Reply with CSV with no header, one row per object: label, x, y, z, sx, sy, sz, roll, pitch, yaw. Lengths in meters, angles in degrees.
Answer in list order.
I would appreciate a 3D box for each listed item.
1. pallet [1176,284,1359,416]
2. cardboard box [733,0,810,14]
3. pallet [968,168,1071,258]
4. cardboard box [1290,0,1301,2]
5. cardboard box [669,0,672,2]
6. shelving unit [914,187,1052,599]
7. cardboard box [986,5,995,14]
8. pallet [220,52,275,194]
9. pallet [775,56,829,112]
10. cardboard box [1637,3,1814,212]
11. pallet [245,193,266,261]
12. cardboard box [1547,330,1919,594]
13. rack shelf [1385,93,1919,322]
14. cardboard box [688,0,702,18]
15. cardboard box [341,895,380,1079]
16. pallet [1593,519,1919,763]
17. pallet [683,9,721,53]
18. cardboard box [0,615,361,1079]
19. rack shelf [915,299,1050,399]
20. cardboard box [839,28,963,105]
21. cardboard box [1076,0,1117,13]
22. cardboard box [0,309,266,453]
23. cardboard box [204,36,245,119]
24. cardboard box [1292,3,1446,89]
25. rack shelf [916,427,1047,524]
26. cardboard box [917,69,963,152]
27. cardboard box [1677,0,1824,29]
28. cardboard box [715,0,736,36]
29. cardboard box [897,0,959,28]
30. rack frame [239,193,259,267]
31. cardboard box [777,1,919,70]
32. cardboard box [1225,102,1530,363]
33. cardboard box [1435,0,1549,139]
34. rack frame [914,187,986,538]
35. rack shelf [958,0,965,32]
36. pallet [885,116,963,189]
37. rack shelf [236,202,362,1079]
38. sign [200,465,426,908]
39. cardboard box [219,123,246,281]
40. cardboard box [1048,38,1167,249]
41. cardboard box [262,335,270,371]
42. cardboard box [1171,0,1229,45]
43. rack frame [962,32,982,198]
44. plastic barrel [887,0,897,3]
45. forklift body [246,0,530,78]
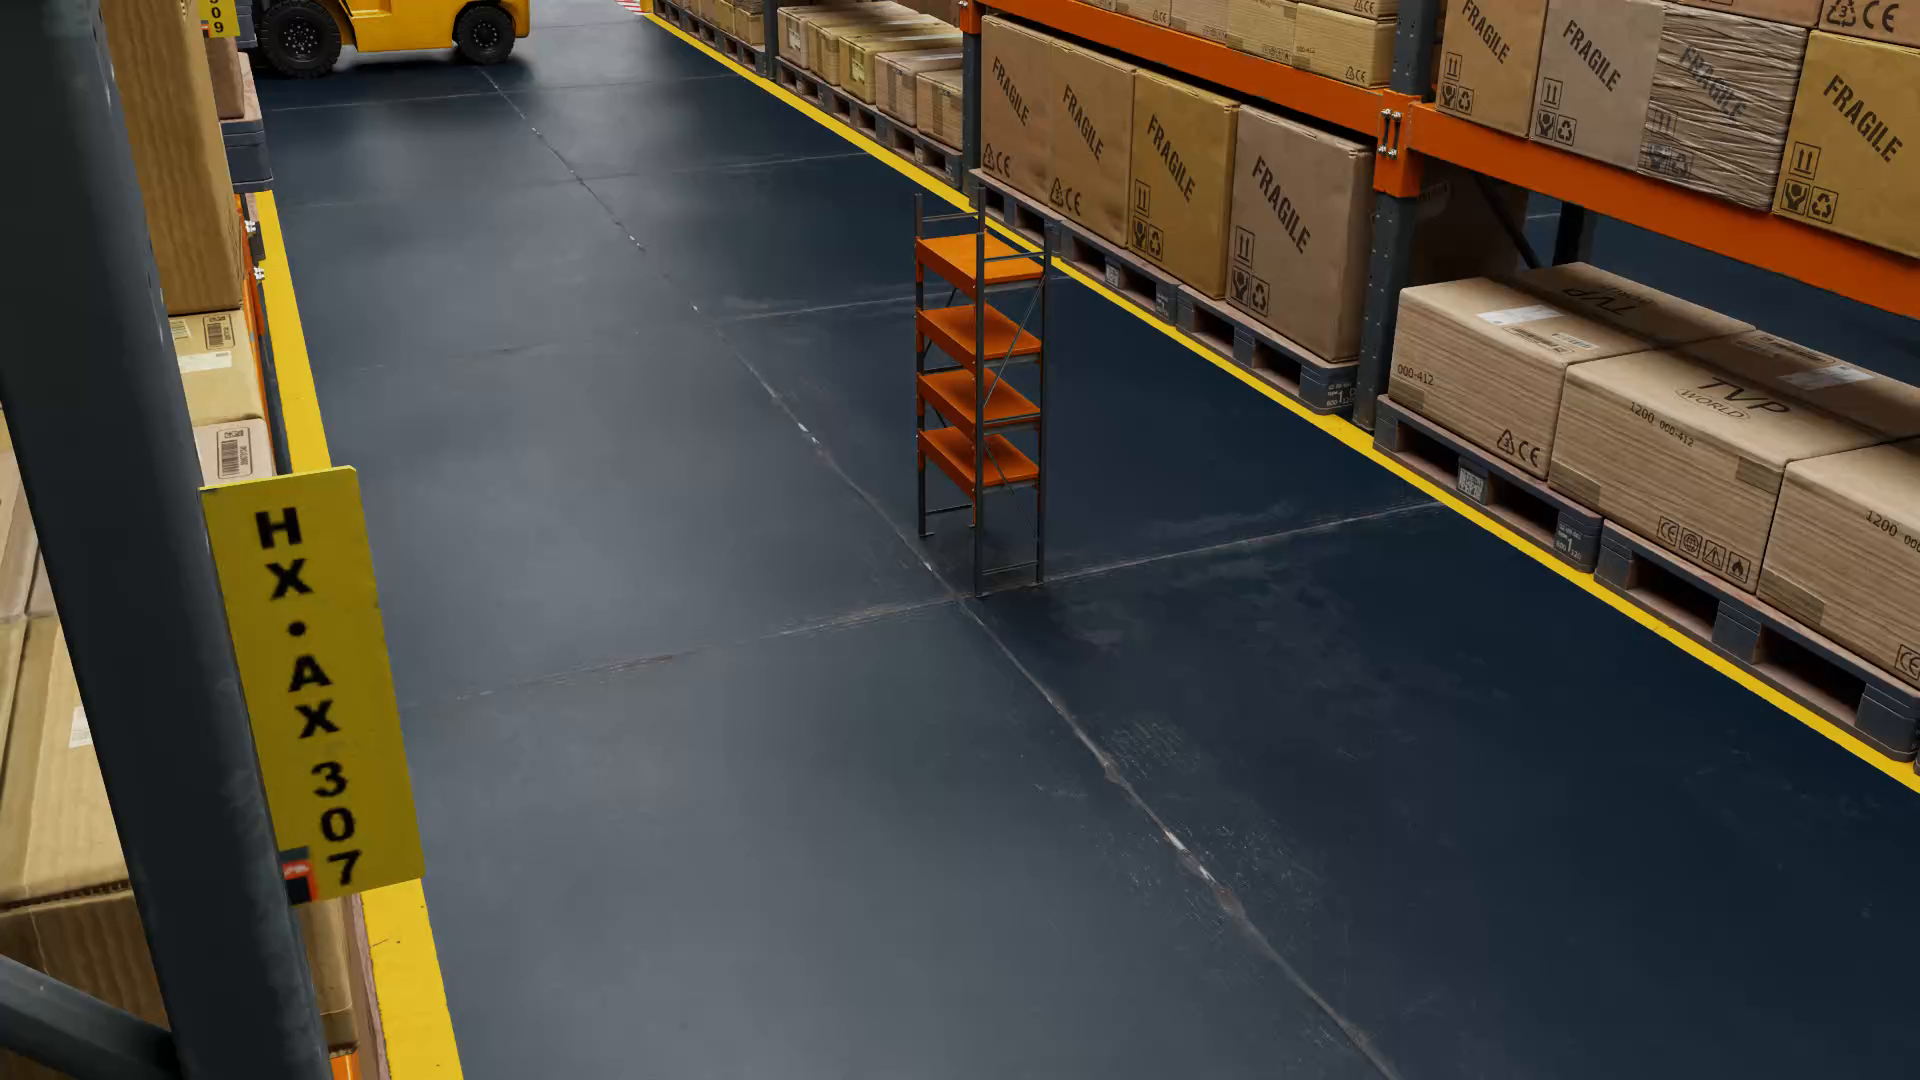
pallet,1.693,-0.925,7.405,1.003,0.211,1.213,-11,28,-21
cardboard box,-1.547,-4.592,13.538,0.500,0.500,0.500,-11,28,-21
pallet,0.737,-1.910,9.422,1.003,0.211,1.213,-11,28,-21
cardboard box,1.465,-2.374,6.794,0.500,0.250,0.500,-10,28,-19
cardboard box,-2.574,-5.304,15.850,0.500,0.250,0.500,-11,28,-21
shelving unit,0.065,-0.472,5.350,0.258,1.200,0.503,-11,28,-21
cardboard box,0.382,-5.329,16.090,0.637,0.503,0.797,13,29,24
pallet,-2.714,-1.281,5.173,1.003,0.211,1.213,-11,28,-21
pallet,-0.763,-3.542,12.765,1.003,0.211,1.213,-11,28,-21
cardboard box,2.389,-1.285,4.848,0.500,0.500,0.500,-10,28,-20
pallet,-4.355,-1.726,9.045,1.003,0.211,1.213,-11,28,-21
cardboard box,2.562,-0.284,5.355,0.875,0.438,0.875,-11,28,-22
rack shelf,2.847,-0.749,4.686,1.077,0.370,4.000,-11,28,-21
cardboard box,-2.156,-4.879,14.979,0.500,0.250,0.500,-9,27,-17
cardboard box,-1.386,0.909,2.840,0.700,0.500,0.500,-9,28,-18
pallet,2.772,0.187,5.127,1.003,0.211,1.213,-11,28,-21
pallet,-1.846,-4.615,14.961,1.003,0.211,1.213,-11,28,-21
cardboard box,-0.865,0.293,1.562,0.500,0.250,0.500,-10,28,-20
rack shelf,0.065,-0.613,5.281,0.258,0.148,0.480,-11,28,-21
cardboard box,-0.303,-3.336,11.680,0.950,0.372,0.625,-10,28,-19
cardboard box,0.875,-2.770,8.174,0.500,0.250,0.500,-10,28,-19
cardboard box,-1.264,-0.114,2.397,0.500,0.250,0.500,-11,28,-22
cardboard box,-2.485,-1.493,4.796,0.700,0.500,0.500,-10,28,-19
cardboard box,1.657,-1.950,6.497,0.500,0.250,0.500,-11,28,-22
rack shelf,0.065,-0.233,5.467,0.258,0.148,0.480,-11,28,-21
cardboard box,0.286,-2.732,10.444,0.950,0.372,0.625,-13,29,-24
cardboard box,2.410,-1.727,4.614,0.500,0.500,0.500,-10,28,-20
cardboard box,-1.765,-4.468,14.138,0.500,0.250,0.500,-11,28,-22
cardboard box,-0.236,-4.654,14.709,0.500,0.500,0.500,8,27,15
rack frame,-4.068,-2.640,7.739,1.000,3.000,0.127,-11,28,-21
cardboard box,-0.861,-3.906,12.848,0.950,0.372,0.625,-10,28,-20
cardboard box,1.748,-1.350,7.040,0.875,0.875,0.875,-10,28,-19
cardboard box,2.007,-1.690,5.679,0.500,0.500,0.500,-10,28,-19
rack frame,-0.031,-0.571,5.552,0.240,1.200,0.015,-11,28,-21
rack shelf,-0.286,-3.979,11.300,1.077,0.370,4.000,-11,28,-21
pallet,0.193,-2.557,10.747,1.003,0.211,1.213,-11,28,-21
rack shelf,-1.718,0.105,2.936,1.077,0.370,4.000,-11,28,-21
sign,-0.436,0.107,1.126,0.100,0.325,0.005,-11,28,-21
cardboard box,-1.868,-0.728,3.655,0.500,0.250,0.500,-10,28,-20
cardboard box,1.037,-2.075,8.524,0.875,0.875,0.875,-10,28,-20
cardboard box,-3.090,-0.951,6.649,0.500,0.500,0.500,-12,28,-22
cardboard box,1.278,-2.363,7.342,0.500,0.250,0.500,-11,28,-22
rack frame,0.498,-3.495,9.489,1.000,3.000,0.127,-11,28,-21
plastic barrel,-0.433,-4.993,15.494,0.512,0.421,0.421,8,27,15
forklift body,-4.780,-5.037,13.614,2.313,2.155,1.214,-11,28,-21
